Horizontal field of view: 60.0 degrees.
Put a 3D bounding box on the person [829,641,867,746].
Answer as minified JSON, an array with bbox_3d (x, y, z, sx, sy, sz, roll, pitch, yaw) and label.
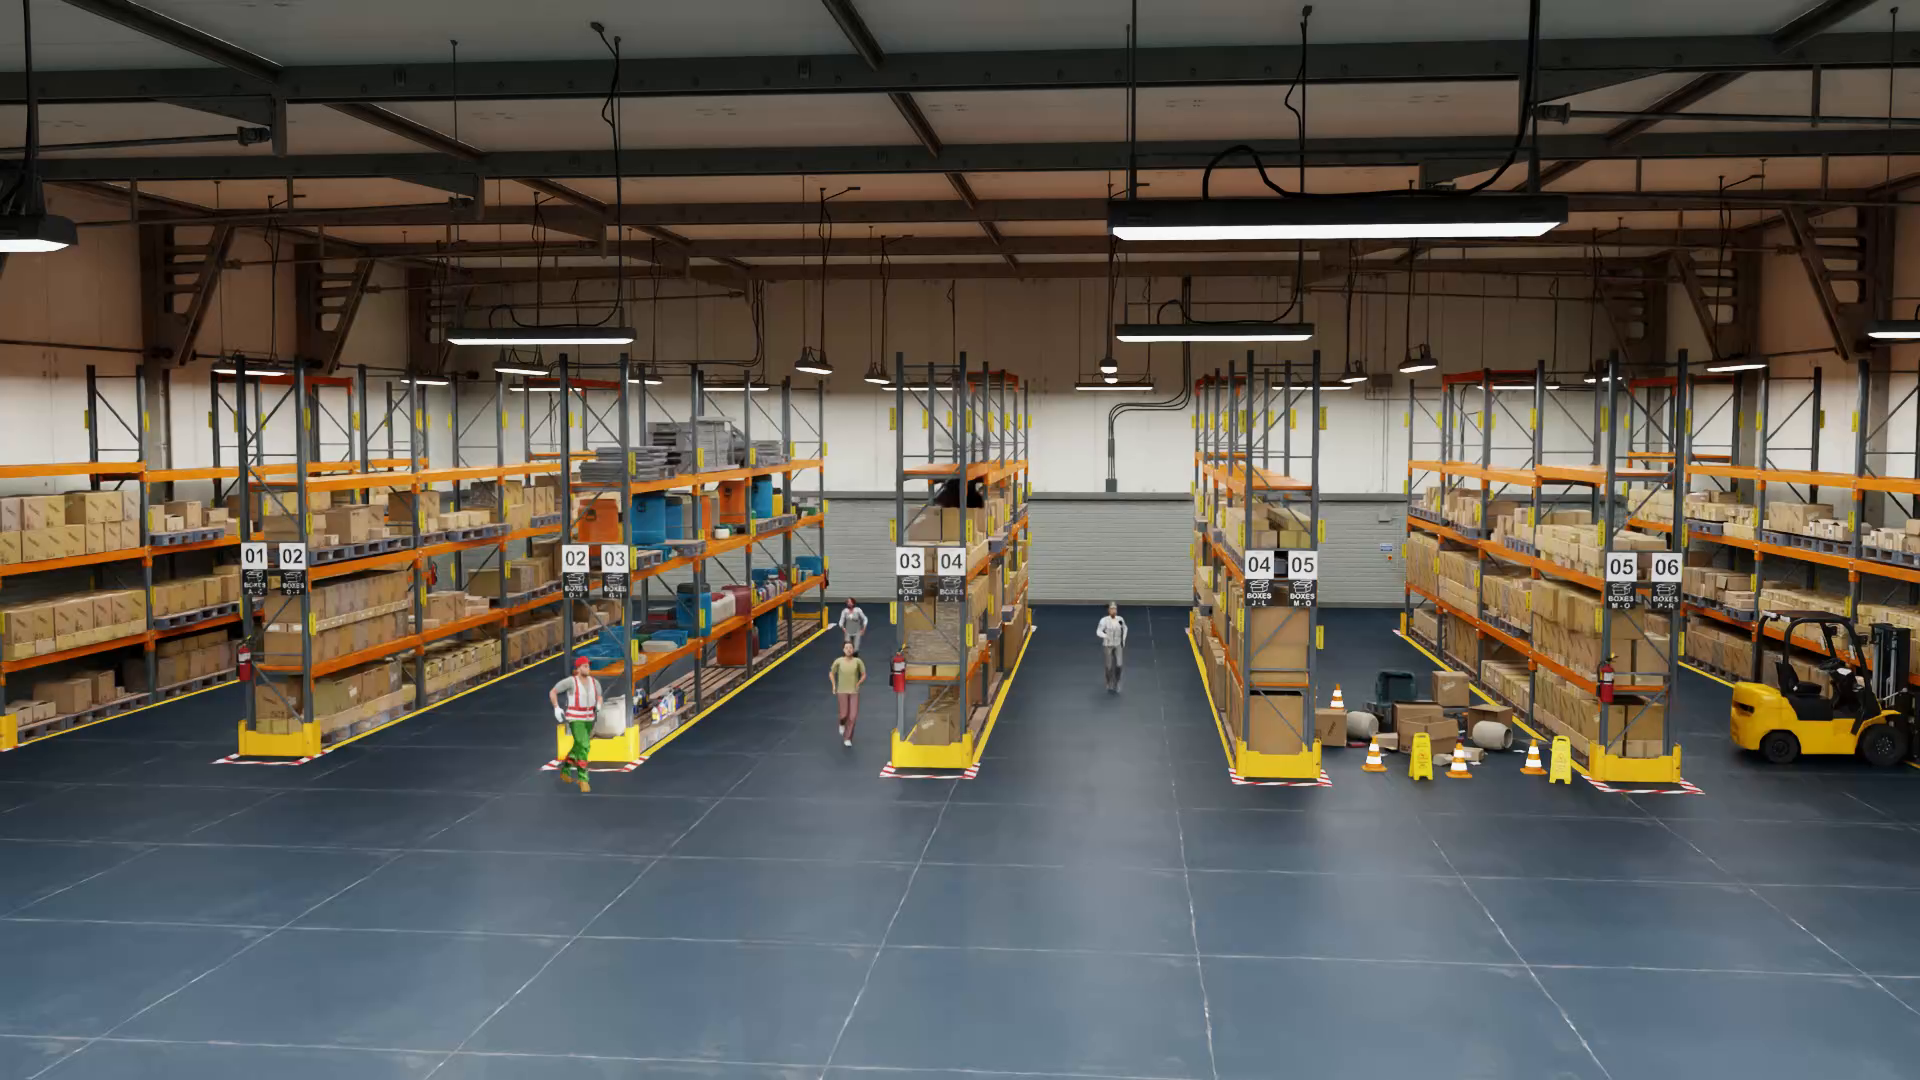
[{"bbox_3d":[-1.728,2.364,25.751,0.580,1.620,0.558,-1,4,-8],"label":"person"}]

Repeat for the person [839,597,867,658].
[{"bbox_3d":[-2.117,1.902,32.764,0.553,1.545,0.538,0,4,3],"label":"person"}]

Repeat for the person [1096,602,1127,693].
[{"bbox_3d":[2.820,1.992,30.729,0.608,1.708,0.679,0,4,-3],"label":"person"}]

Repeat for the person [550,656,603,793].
[{"bbox_3d":[-5.203,2.506,22.766,0.751,1.834,0.679,3,5,35],"label":"person"}]
